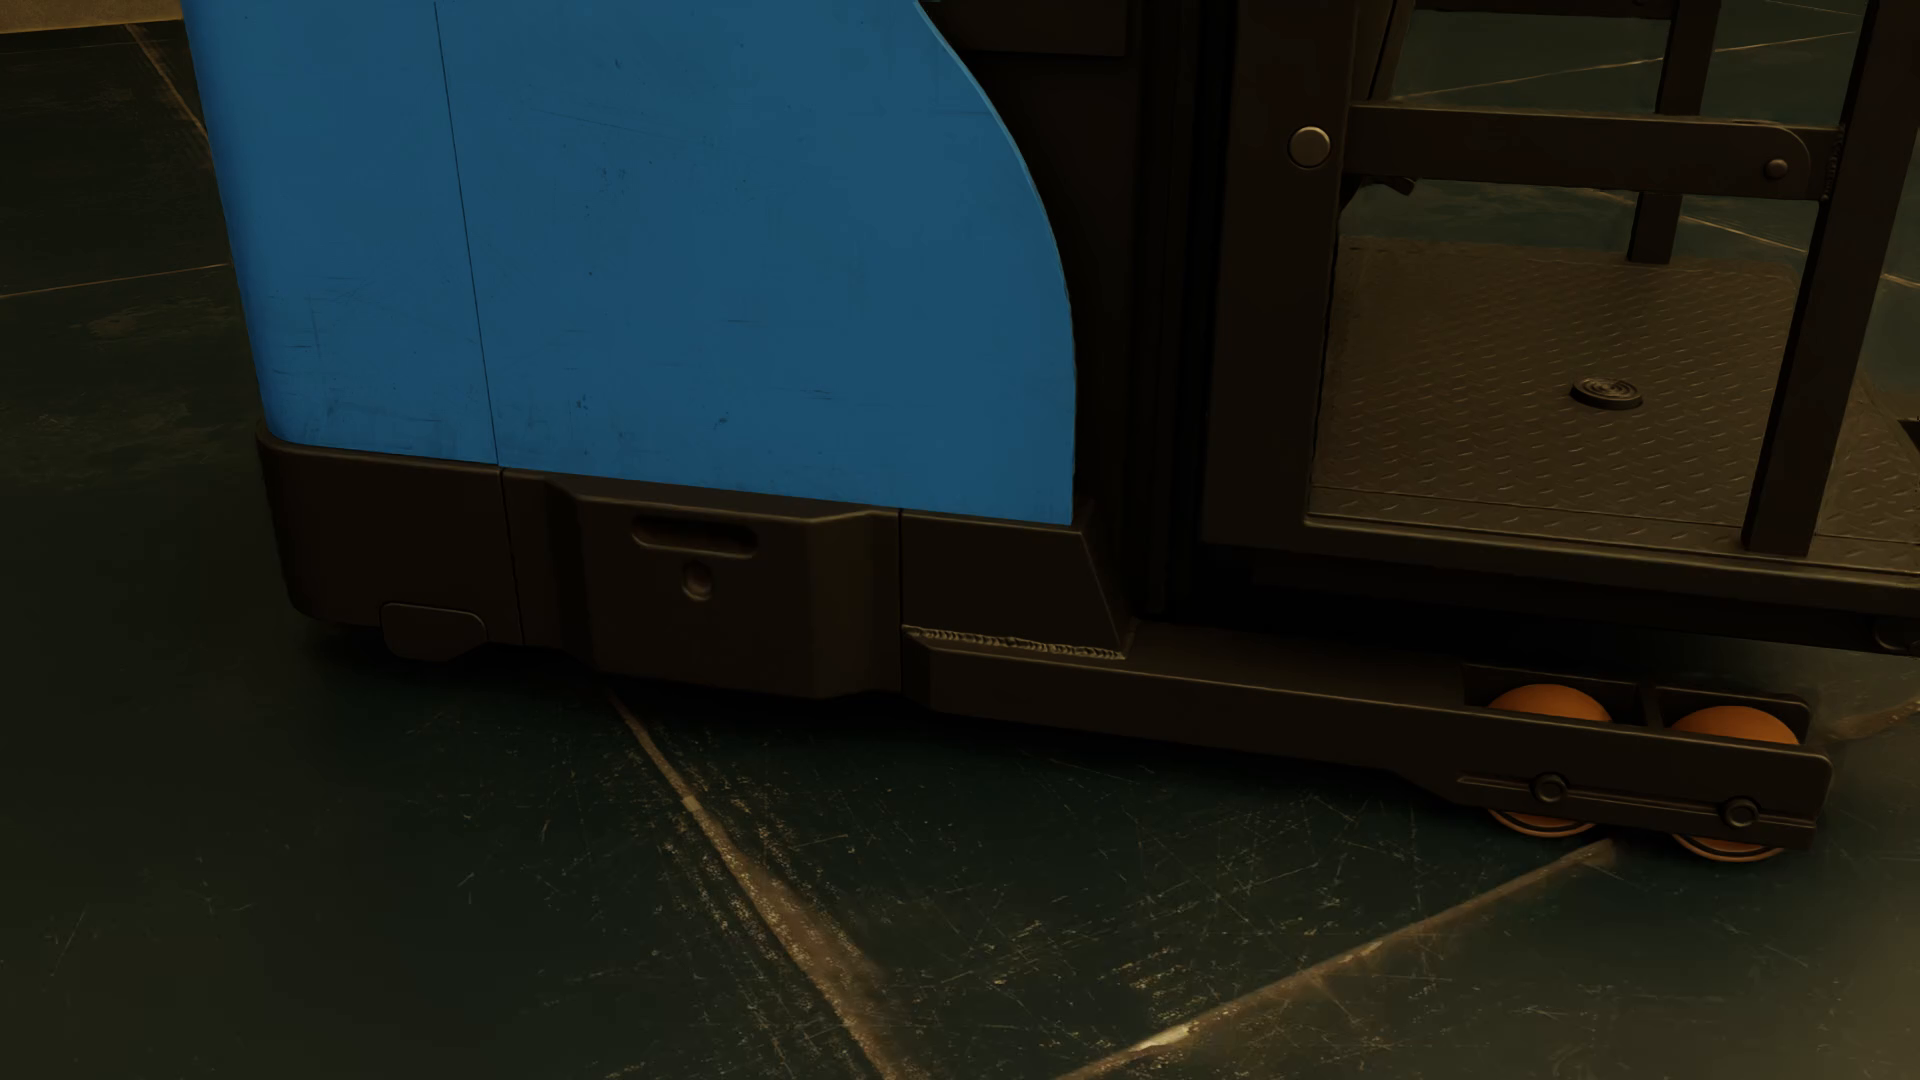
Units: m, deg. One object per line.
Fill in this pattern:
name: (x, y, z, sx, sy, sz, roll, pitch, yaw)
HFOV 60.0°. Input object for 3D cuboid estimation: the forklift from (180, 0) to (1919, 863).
forklift: (0.681, -1.222, 1.669, 3.031, 2.935, 1.130, 6, 28, 12)
